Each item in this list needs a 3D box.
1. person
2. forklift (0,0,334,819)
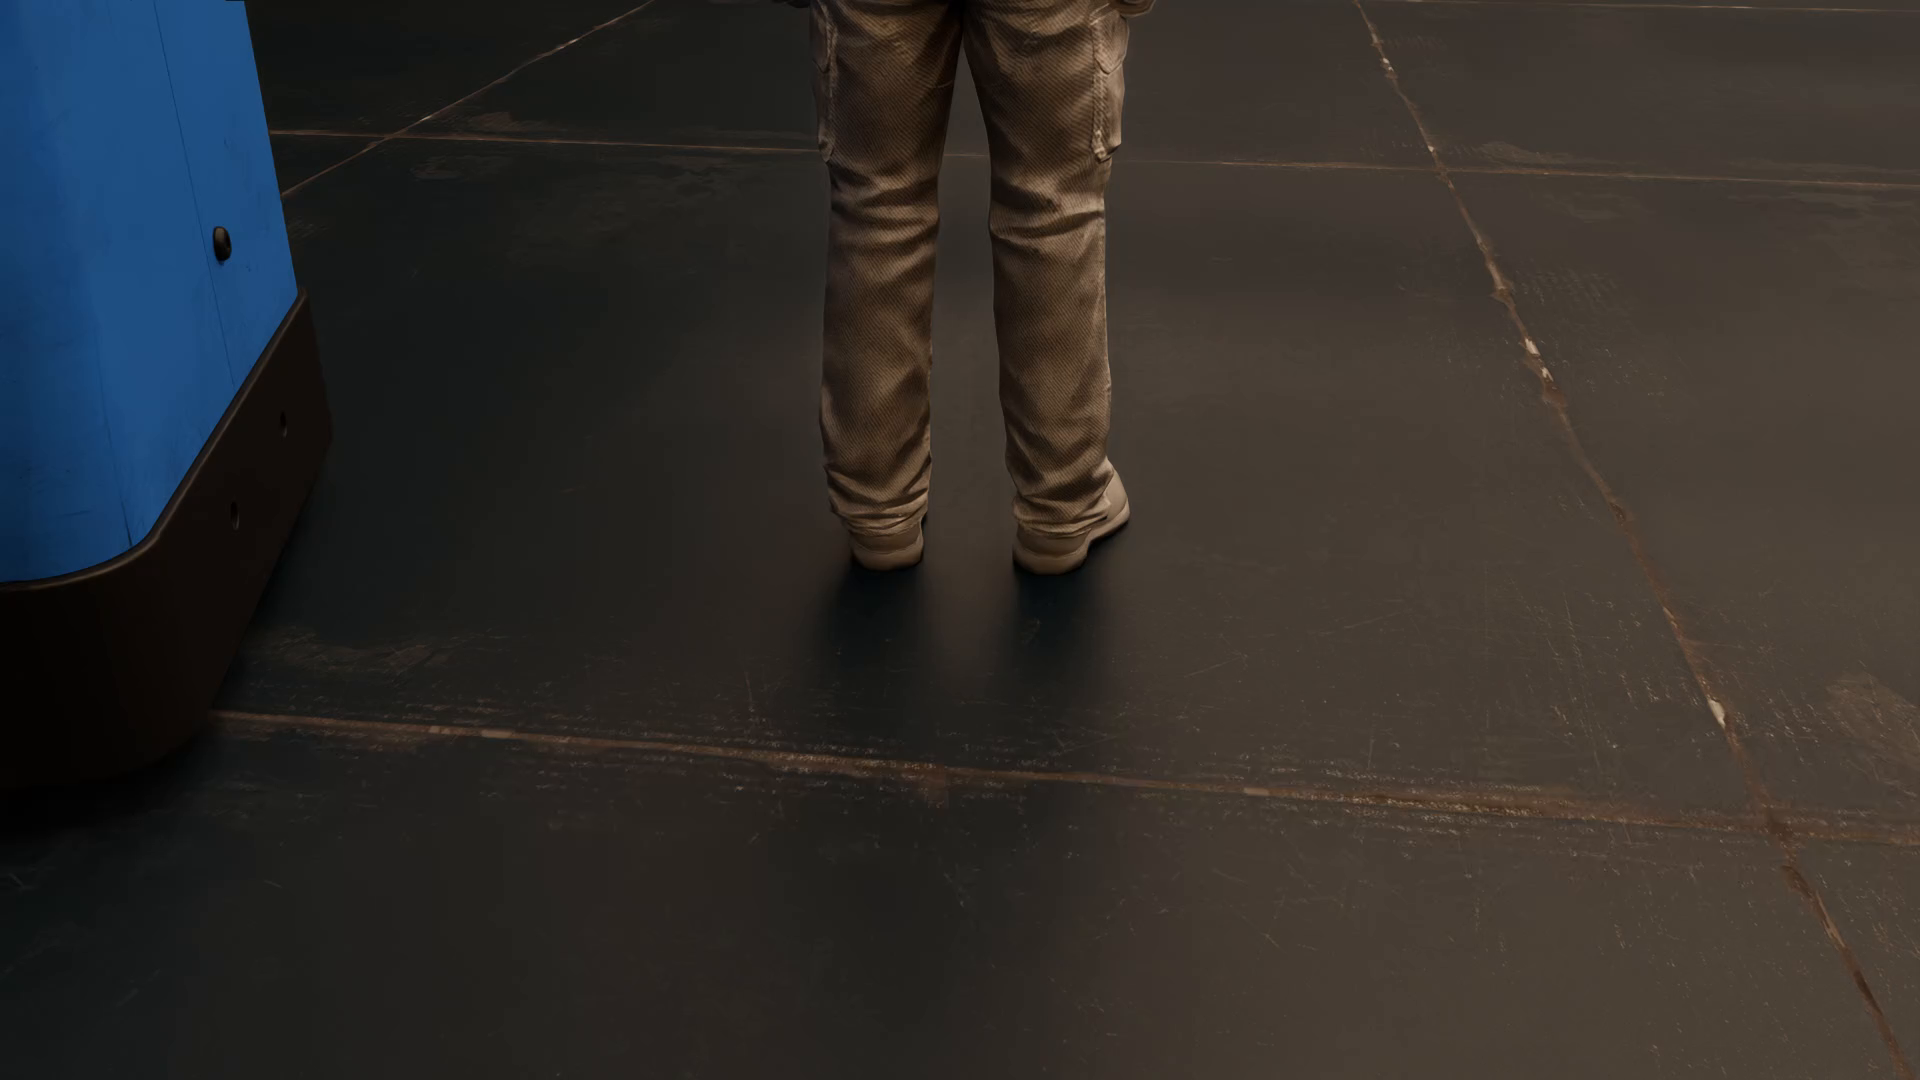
[{"bbox_3d":[-0.002,-0.799,2.104,0.543,1.789,0.387,3,27,7],"label":"person"},{"bbox_3d":[-2.433,-1.116,1.454,3.031,2.935,1.130,-4,27,-8],"label":"forklift"}]
